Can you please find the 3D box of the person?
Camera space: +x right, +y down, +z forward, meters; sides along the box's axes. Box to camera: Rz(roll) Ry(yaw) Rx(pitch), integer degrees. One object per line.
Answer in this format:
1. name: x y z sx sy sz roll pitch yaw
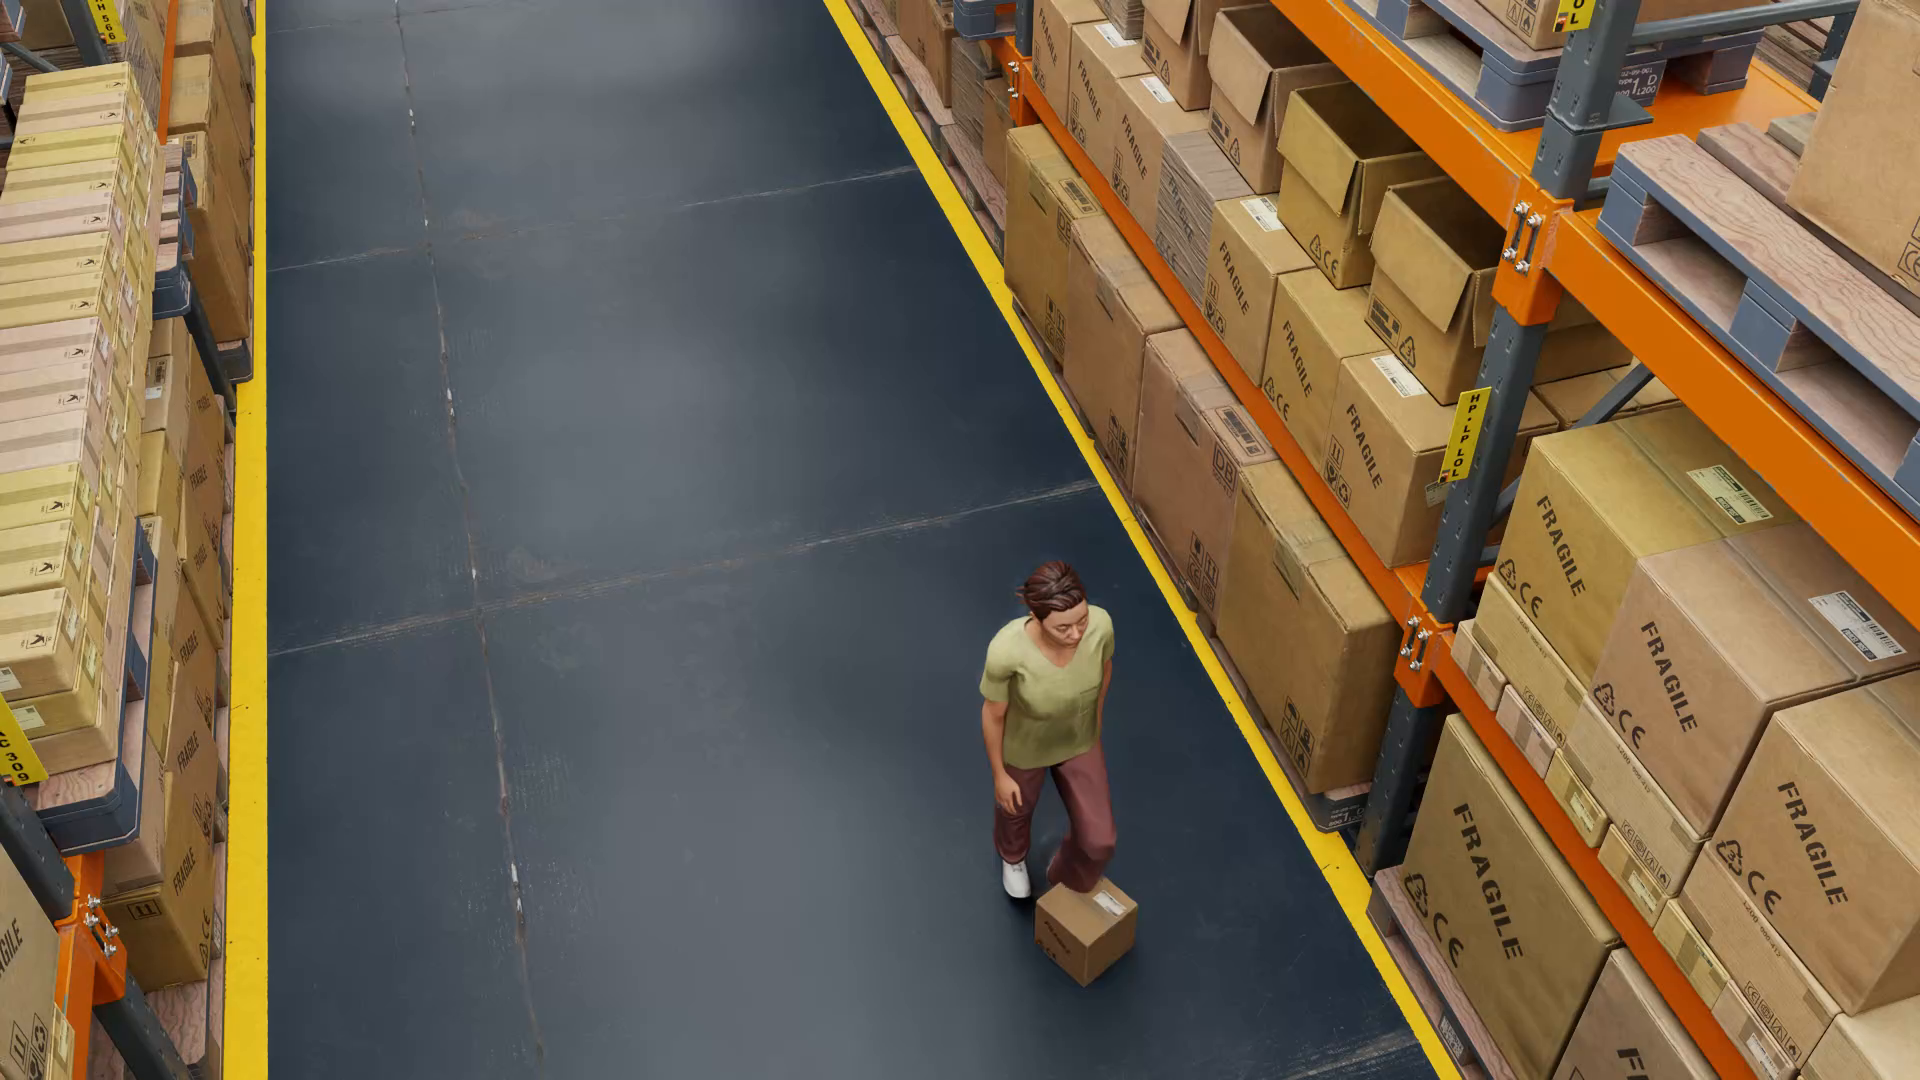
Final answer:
1. person: 0.278 0.676 5.443 0.466 1.722 0.537 -10 43 -11
